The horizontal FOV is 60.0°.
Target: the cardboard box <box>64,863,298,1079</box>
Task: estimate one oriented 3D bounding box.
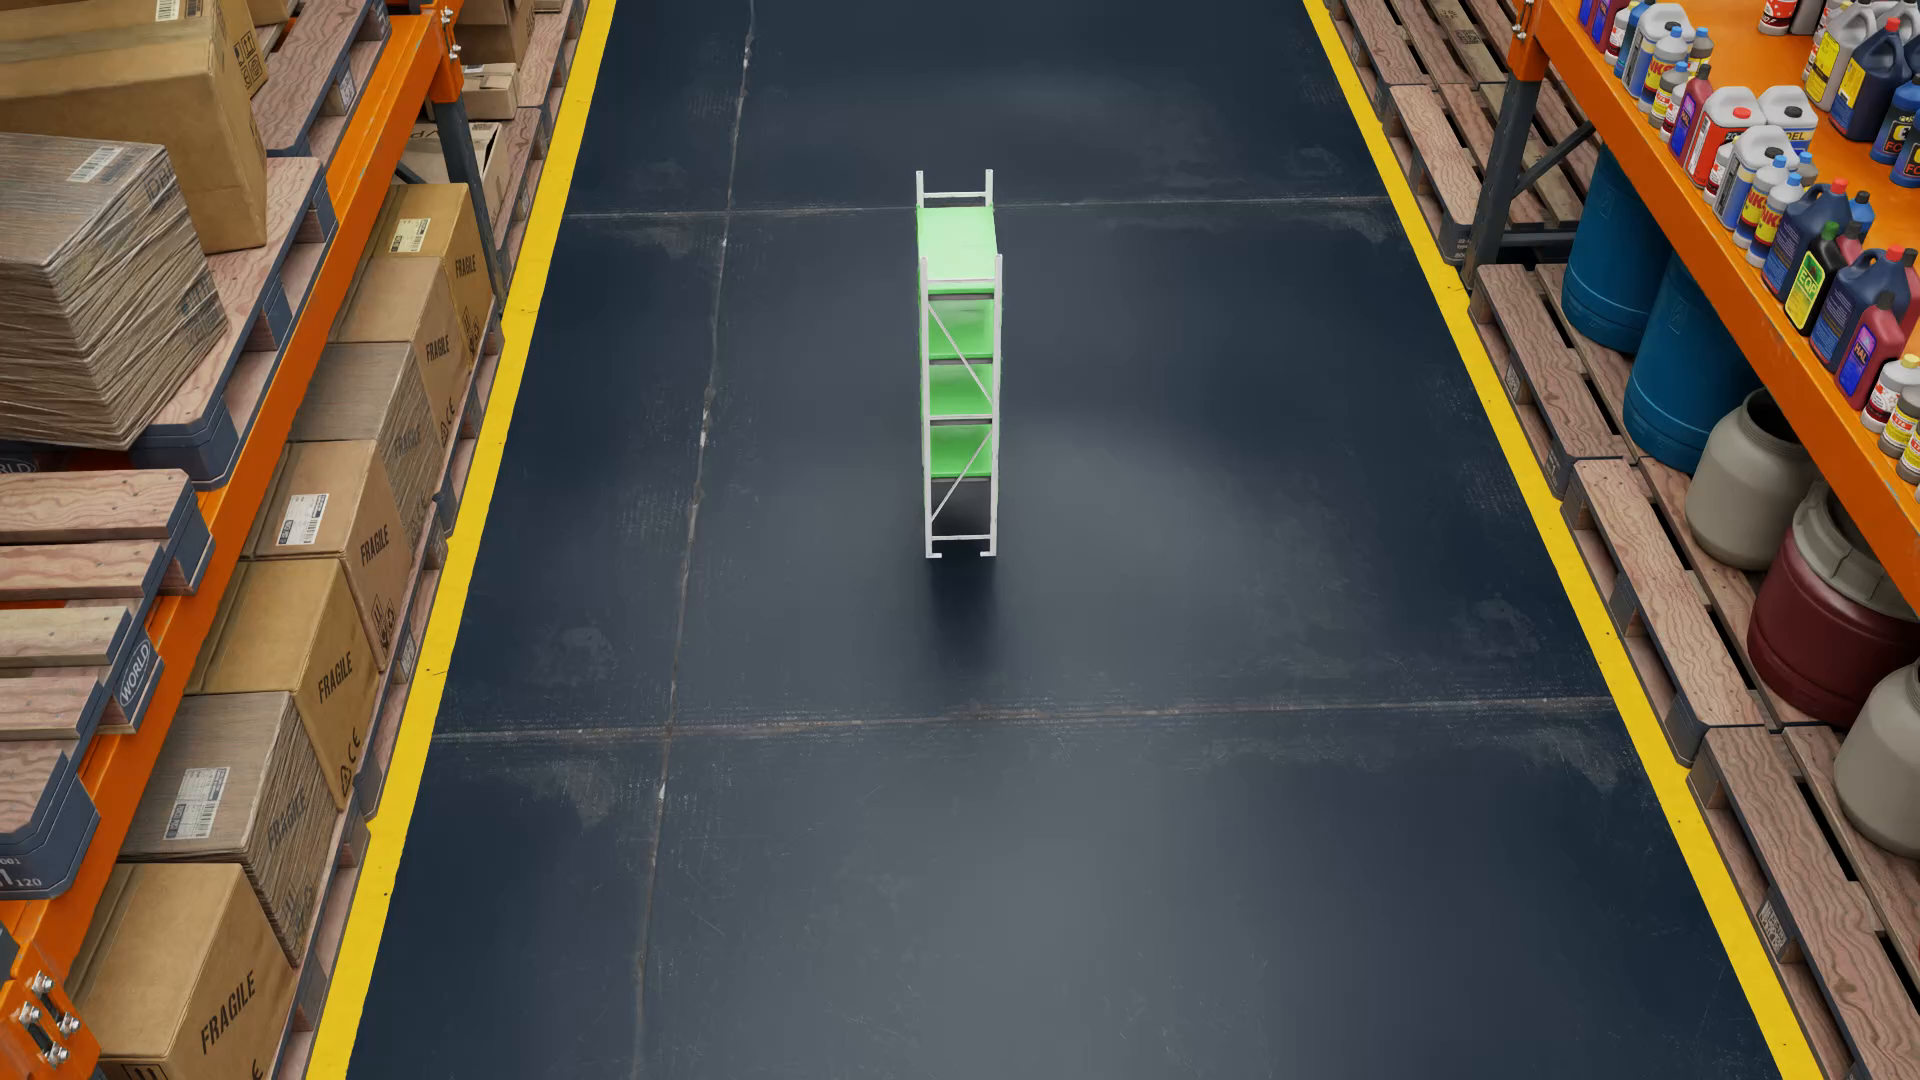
[{"bbox_3d":[-1.921,1.101,3.853,0.500,0.500,0.500,0,43,0],"label":"cardboard box"}]

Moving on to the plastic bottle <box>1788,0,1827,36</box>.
[{"bbox_3d":[2.932,-1.880,5.673,0.152,0.276,0.135,-2,43,-2],"label":"plastic bottle"}]

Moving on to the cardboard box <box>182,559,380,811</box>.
[{"bbox_3d":[-1.965,0.409,4.608,0.500,0.500,0.500,-2,43,-2],"label":"cardboard box"}]

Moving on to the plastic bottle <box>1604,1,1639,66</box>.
[{"bbox_3d":[2.210,-1.682,5.512,0.097,0.201,0.097,0,43,0],"label":"plastic bottle"}]

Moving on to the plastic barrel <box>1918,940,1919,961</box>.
[{"bbox_3d":[2.724,0.833,3.917,0.600,0.830,0.708,-2,43,-2],"label":"plastic barrel"}]

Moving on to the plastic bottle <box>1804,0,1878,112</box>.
[{"bbox_3d":[2.814,-1.549,5.257,0.144,0.351,0.185,-2,43,-2],"label":"plastic bottle"}]

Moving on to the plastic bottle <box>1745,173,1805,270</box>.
[{"bbox_3d":[2.262,-0.885,4.591,0.097,0.271,0.097,0,43,0],"label":"plastic bottle"}]

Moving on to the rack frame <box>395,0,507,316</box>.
[{"bbox_3d":[-2.357,-2.043,5.759,1.000,3.000,0.127,-2,43,-2],"label":"rack frame"}]

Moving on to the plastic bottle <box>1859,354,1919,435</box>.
[{"bbox_3d":[2.293,-0.364,4.074,0.097,0.201,0.097,0,43,0],"label":"plastic bottle"}]

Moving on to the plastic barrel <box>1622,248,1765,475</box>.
[{"bbox_3d":[2.628,-0.718,5.556,0.600,0.901,0.708,-2,43,-2],"label":"plastic barrel"}]

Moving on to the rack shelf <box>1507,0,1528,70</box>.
[{"bbox_3d":[2.507,-3.268,7.628,1.077,0.370,4.000,-2,43,-2],"label":"rack shelf"}]

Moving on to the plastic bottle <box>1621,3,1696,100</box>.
[{"bbox_3d":[2.247,-1.567,5.331,0.152,0.276,0.135,-2,43,-2],"label":"plastic bottle"}]

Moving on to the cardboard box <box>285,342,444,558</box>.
[{"bbox_3d":[-2.016,-0.286,5.367,0.500,0.500,0.500,-1,43,-1],"label":"cardboard box"}]

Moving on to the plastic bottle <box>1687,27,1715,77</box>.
[{"bbox_3d":[2.370,-1.555,5.374,0.097,0.201,0.097,0,43,0],"label":"plastic bottle"}]

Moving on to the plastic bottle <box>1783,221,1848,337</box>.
[{"bbox_3d":[2.256,-0.687,4.366,0.061,0.283,0.133,-2,43,-2],"label":"plastic bottle"}]

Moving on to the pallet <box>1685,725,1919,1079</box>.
[{"bbox_3d":[2.687,1.015,4.487,1.003,0.211,1.213,-2,43,-2],"label":"pallet"}]

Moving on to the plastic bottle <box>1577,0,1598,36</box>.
[{"bbox_3d":[2.181,-1.880,5.667,0.061,0.283,0.133,-2,43,-2],"label":"plastic bottle"}]

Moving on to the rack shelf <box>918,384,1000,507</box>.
[{"bbox_3d":[-0.007,-0.330,5.672,0.258,0.148,0.480,-2,43,-2],"label":"rack shelf"}]

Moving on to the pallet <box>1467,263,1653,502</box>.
[{"bbox_3d":[2.583,-0.633,6.284,1.003,0.211,1.213,-2,43,-2],"label":"pallet"}]

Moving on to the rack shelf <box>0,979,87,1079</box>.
[{"bbox_3d":[-2.102,2.273,1.583,1.077,0.370,4.000,-2,43,-2],"label":"rack shelf"}]

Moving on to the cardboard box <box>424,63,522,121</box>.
[{"bbox_3d":[-2.205,-2.034,7.520,0.380,0.166,0.250,-2,43,-2],"label":"cardboard box"}]

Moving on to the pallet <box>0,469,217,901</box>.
[{"bbox_3d":[-2.286,0.272,3.375,1.213,0.211,1.003,-2,43,-2],"label":"pallet"}]

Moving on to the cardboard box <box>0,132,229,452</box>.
[{"bbox_3d":[-2.174,-0.579,3.777,0.700,0.500,0.500,6,43,6],"label":"cardboard box"}]

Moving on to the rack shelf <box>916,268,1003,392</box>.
[{"bbox_3d":[-0.007,-0.684,5.347,0.258,0.148,0.480,-2,43,-2],"label":"rack shelf"}]

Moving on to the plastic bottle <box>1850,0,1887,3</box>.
[{"bbox_3d":[2.987,-1.728,5.502,0.061,0.283,0.133,-2,43,-2],"label":"plastic bottle"}]

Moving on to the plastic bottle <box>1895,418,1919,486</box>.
[{"bbox_3d":[2.301,-0.233,3.931,0.097,0.201,0.097,0,43,0],"label":"plastic bottle"}]

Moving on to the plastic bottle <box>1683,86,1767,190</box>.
[{"bbox_3d":[2.270,-1.189,4.919,0.152,0.276,0.135,-2,43,-2],"label":"plastic bottle"}]

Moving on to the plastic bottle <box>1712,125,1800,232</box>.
[{"bbox_3d":[2.280,-1.032,4.748,0.152,0.276,0.135,-2,43,-2],"label":"plastic bottle"}]

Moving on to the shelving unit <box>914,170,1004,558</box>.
[{"bbox_3d":[-0.007,-0.554,5.466,0.258,1.200,0.503,-2,43,-2],"label":"shelving unit"}]

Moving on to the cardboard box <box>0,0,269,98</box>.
[{"bbox_3d":[-2.468,-1.446,4.723,0.700,0.500,0.500,5,43,5],"label":"cardboard box"}]

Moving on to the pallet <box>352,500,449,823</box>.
[{"bbox_3d":[-2.230,0.358,5.203,1.003,0.211,1.213,-2,43,-2],"label":"pallet"}]

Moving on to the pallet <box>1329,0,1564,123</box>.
[{"bbox_3d":[2.467,-2.476,8.295,1.003,0.211,1.213,-2,43,-2],"label":"pallet"}]

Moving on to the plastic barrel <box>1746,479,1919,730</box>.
[{"bbox_3d":[2.676,0.160,4.830,0.600,0.588,0.708,-2,43,-2],"label":"plastic barrel"}]

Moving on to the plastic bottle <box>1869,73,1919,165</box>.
[{"bbox_3d":[2.845,-1.275,5.017,0.097,0.271,0.097,0,43,0],"label":"plastic bottle"}]

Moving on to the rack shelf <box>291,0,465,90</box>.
[{"bbox_3d":[-2.442,-3.128,7.475,1.077,0.370,4.000,-2,43,-2],"label":"rack shelf"}]

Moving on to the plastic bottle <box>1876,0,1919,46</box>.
[{"bbox_3d":[2.958,-1.553,5.261,0.144,0.351,0.185,-2,43,-2],"label":"plastic bottle"}]

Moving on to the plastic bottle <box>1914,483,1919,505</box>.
[{"bbox_3d":[2.306,-0.193,3.836,0.097,0.271,0.097,0,43,0],"label":"plastic bottle"}]

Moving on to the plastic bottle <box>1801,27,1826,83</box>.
[{"bbox_3d":[2.823,-1.590,5.412,0.097,0.201,0.097,0,43,0],"label":"plastic bottle"}]

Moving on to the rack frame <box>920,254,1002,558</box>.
[{"bbox_3d":[0.003,-0.389,5.287,0.240,1.200,0.015,-2,43,-2],"label":"rack frame"}]

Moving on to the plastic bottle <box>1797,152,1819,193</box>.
[{"bbox_3d":[2.404,-1.021,4.791,0.097,0.201,0.097,0,43,0],"label":"plastic bottle"}]

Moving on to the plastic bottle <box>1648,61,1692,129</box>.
[{"bbox_3d":[2.228,-1.394,5.198,0.097,0.201,0.097,0,43,0],"label":"plastic bottle"}]

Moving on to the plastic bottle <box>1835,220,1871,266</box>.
[{"bbox_3d":[2.317,-0.688,4.367,0.061,0.283,0.133,-2,43,-2],"label":"plastic bottle"}]

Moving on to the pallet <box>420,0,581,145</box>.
[{"bbox_3d":[-2.440,-2.304,8.108,1.003,0.211,1.213,-2,43,-2],"label":"pallet"}]

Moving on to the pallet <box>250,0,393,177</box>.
[{"bbox_3d":[-2.432,-1.430,5.232,1.003,0.211,1.213,-2,43,-2],"label":"pallet"}]

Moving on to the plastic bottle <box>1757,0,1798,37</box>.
[{"bbox_3d":[2.808,-1.837,5.681,0.097,0.201,0.097,0,43,0],"label":"plastic bottle"}]

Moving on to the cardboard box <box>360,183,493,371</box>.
[{"bbox_3d":[-2.050,-0.959,6.101,0.500,0.500,0.500,-2,43,-2],"label":"cardboard box"}]
